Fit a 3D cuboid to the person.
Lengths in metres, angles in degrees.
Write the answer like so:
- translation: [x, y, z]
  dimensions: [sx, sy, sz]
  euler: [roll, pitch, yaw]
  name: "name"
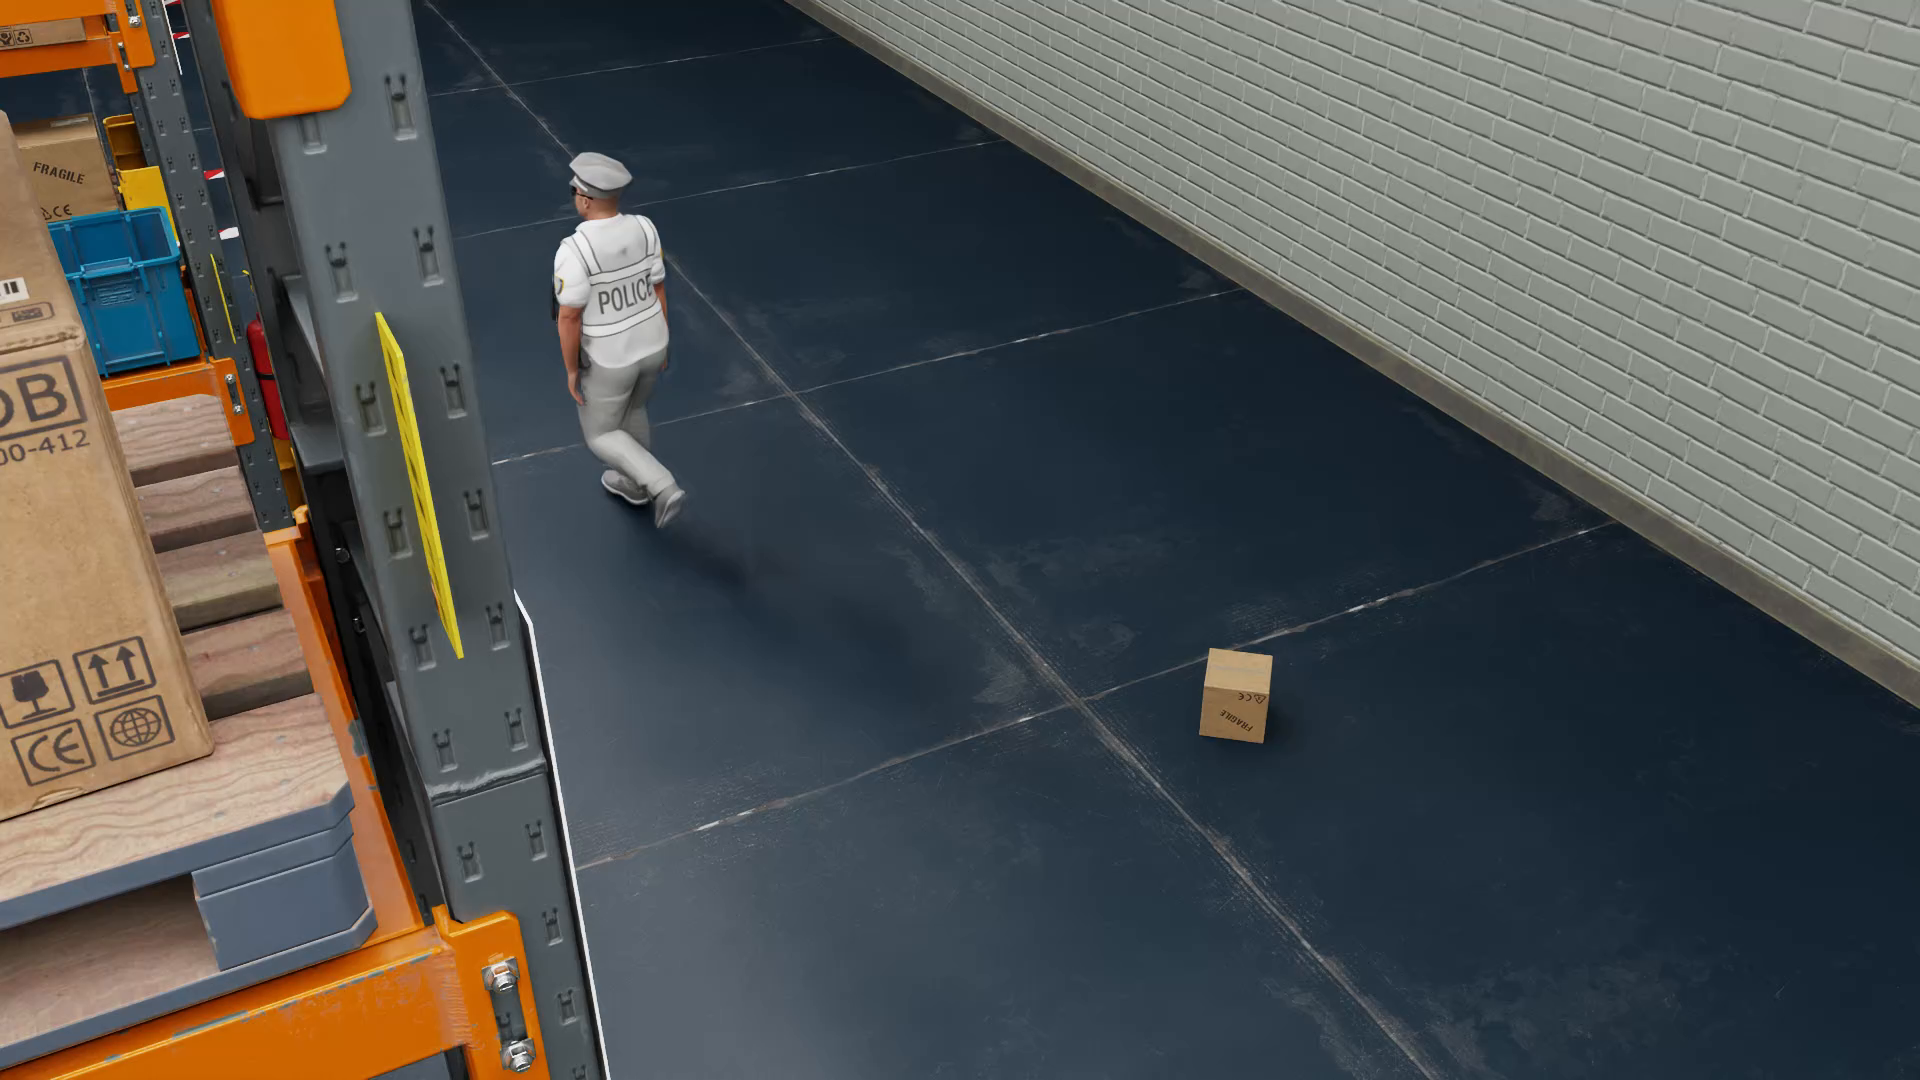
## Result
- translation: [-1.516, -0.842, 7.398]
  dimensions: [0.766, 1.733, 0.555]
  euler: [26, 41, 34]
  name: "person"
